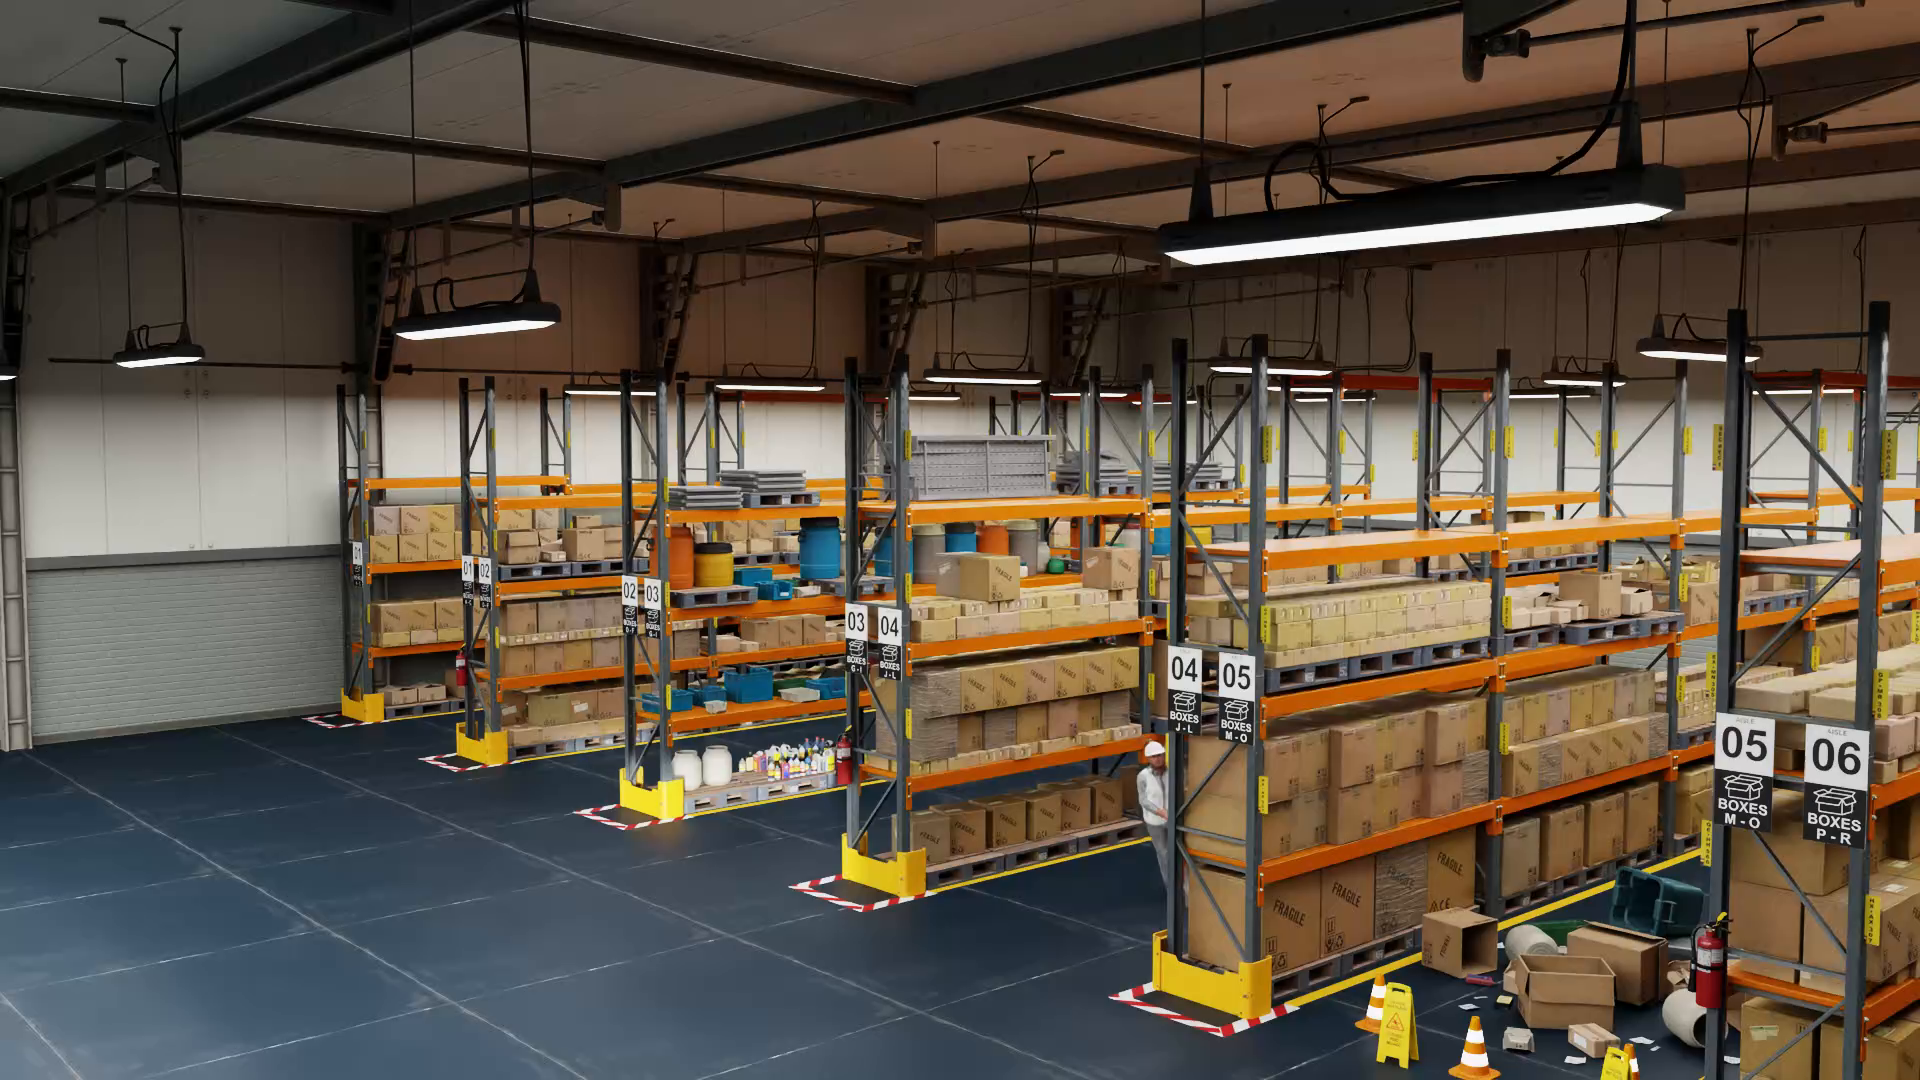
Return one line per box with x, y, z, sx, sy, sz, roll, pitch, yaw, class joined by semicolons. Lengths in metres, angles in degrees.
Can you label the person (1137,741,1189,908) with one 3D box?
2.256;3.079;18.237;0.647;1.766;0.734;0;4;3;person
